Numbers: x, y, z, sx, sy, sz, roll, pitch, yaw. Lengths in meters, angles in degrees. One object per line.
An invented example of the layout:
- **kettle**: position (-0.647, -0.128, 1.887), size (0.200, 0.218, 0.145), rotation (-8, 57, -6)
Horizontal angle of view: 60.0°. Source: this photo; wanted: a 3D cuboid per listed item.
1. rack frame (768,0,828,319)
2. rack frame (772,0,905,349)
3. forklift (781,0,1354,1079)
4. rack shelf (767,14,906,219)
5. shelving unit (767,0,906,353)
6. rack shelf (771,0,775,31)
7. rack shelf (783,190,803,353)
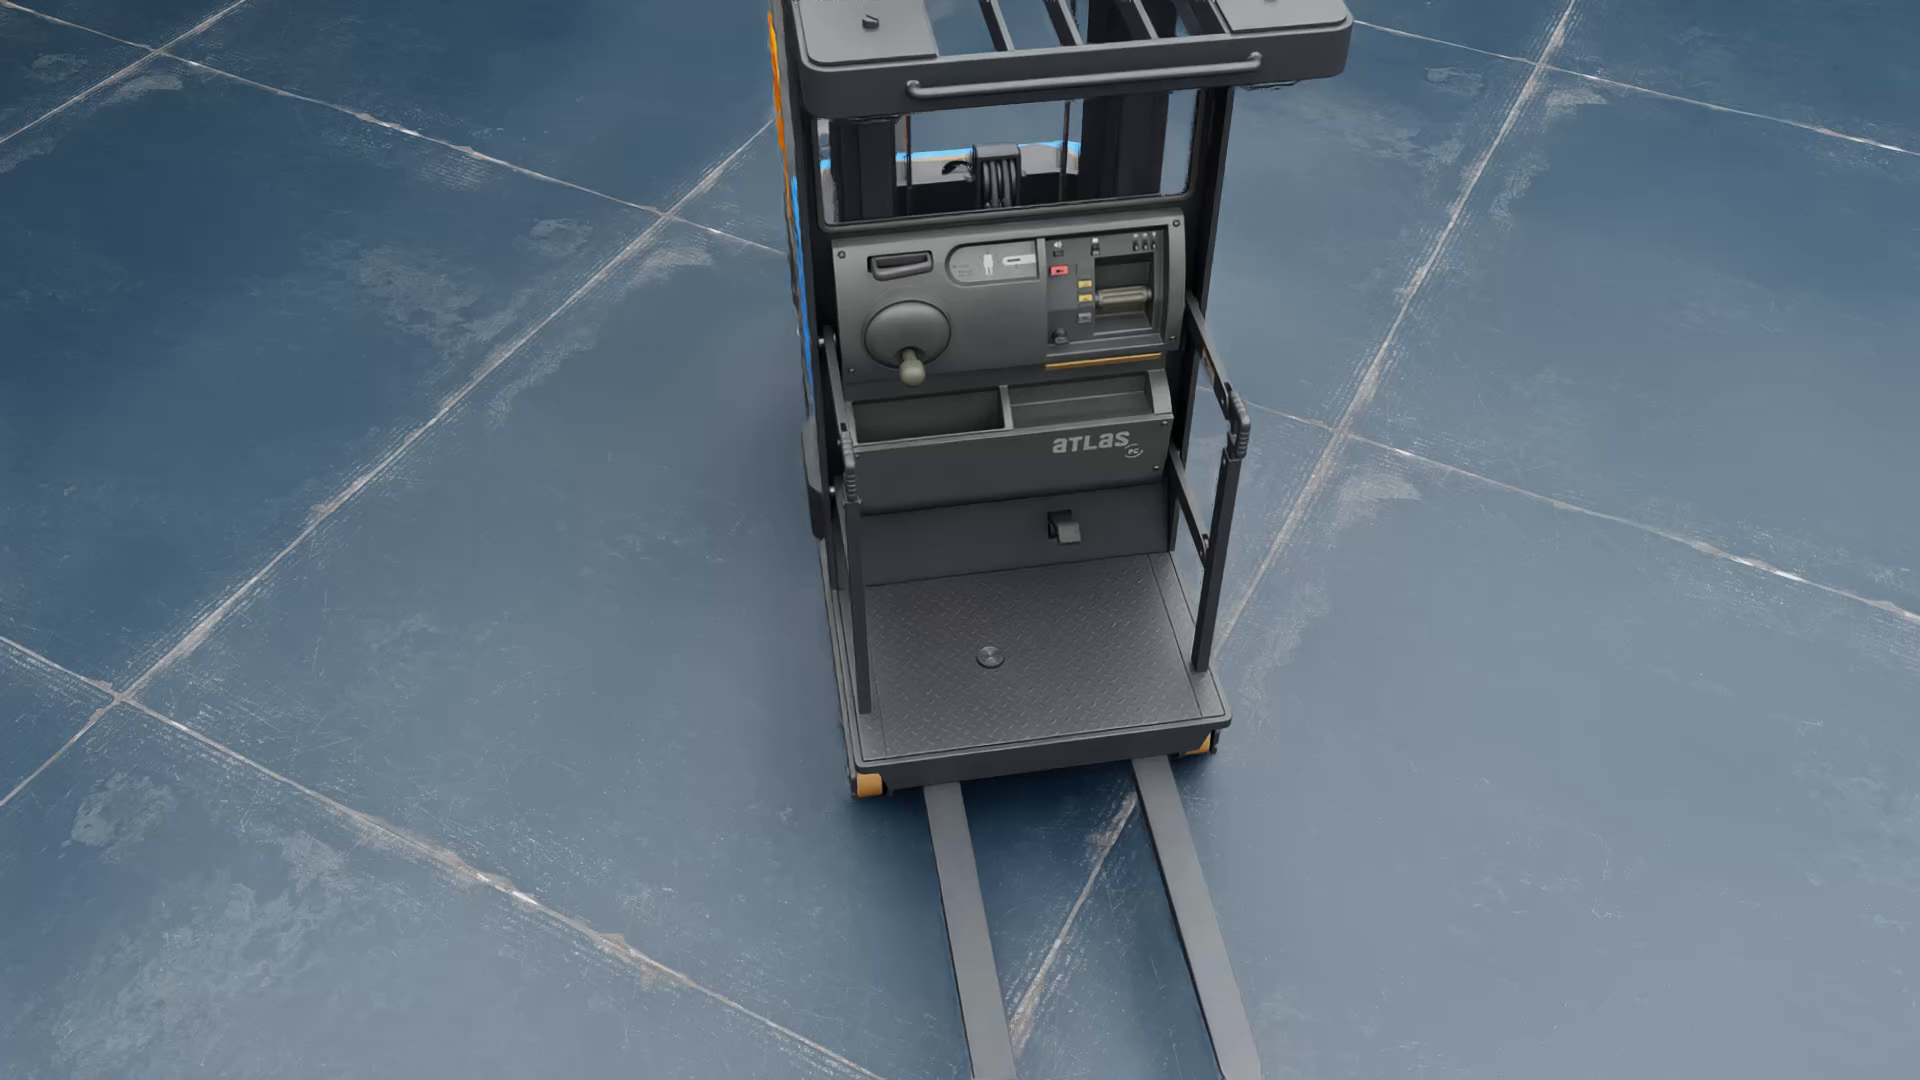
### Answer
- **rack frame**: position (-0.459, -1.658, 5.912), size (0.400, 2.100, 0.015), rotation (-6, 45, -6)
- **rack frame**: position (-0.385, -1.321, 5.566), size (0.400, 2.100, 0.015), rotation (-6, 45, -6)
- **forklift**: position (0.171, -0.541, 4.224), size (1.130, 2.935, 3.031), rotation (-6, 46, -6)
- **rack shelf**: position (-0.422, -1.480, 5.749), size (0.431, 0.518, 0.480), rotation (-6, 45, -6)
- **shelving unit**: position (-0.422, -1.489, 5.739), size (0.431, 2.100, 0.503), rotation (-6, 45, -6)
- **rack shelf**: position (-0.424, -1.981, 5.260), size (0.431, 0.518, 0.480), rotation (-6, 45, -6)
- **rack shelf**: position (-0.420, -0.978, 6.237), size (0.431, 0.518, 0.480), rotation (-6, 45, -6)
